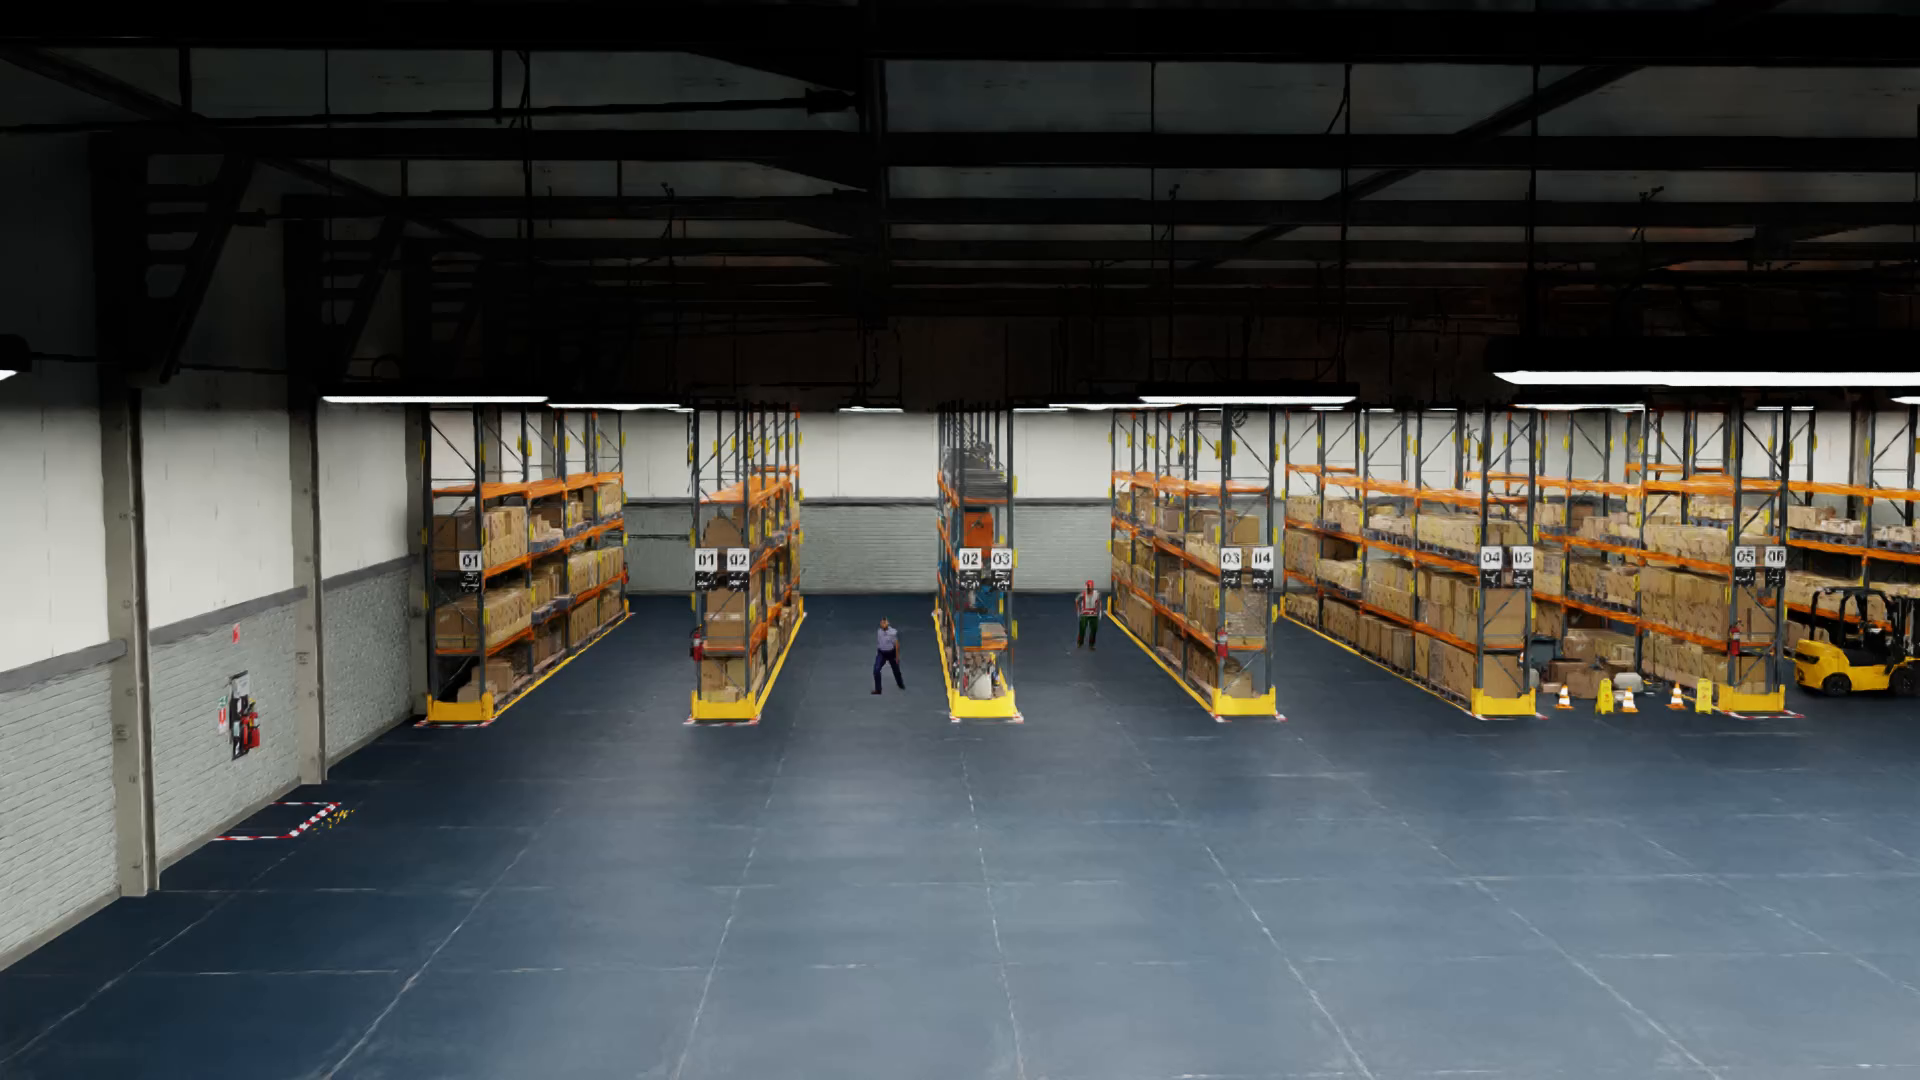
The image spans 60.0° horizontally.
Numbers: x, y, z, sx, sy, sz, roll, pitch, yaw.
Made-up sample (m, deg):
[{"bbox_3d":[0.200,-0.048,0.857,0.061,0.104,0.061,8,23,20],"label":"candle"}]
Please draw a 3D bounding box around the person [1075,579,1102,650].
[{"bbox_3d":[3.112,1.808,40.221,0.677,1.742,0.552,0,4,-4],"label":"person"}]

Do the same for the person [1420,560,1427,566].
[{"bbox_3d":[13.020,1.366,46.687,0.420,1.602,0.506,-2,5,-28],"label":"person"}]

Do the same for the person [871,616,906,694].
[{"bbox_3d":[-1.459,2.339,34.111,0.534,1.582,0.938,1,5,19],"label":"person"}]

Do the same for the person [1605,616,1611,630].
[{"bbox_3d":[16.533,1.644,42.543,0.440,1.675,0.498,-3,5,-34],"label":"person"}]
